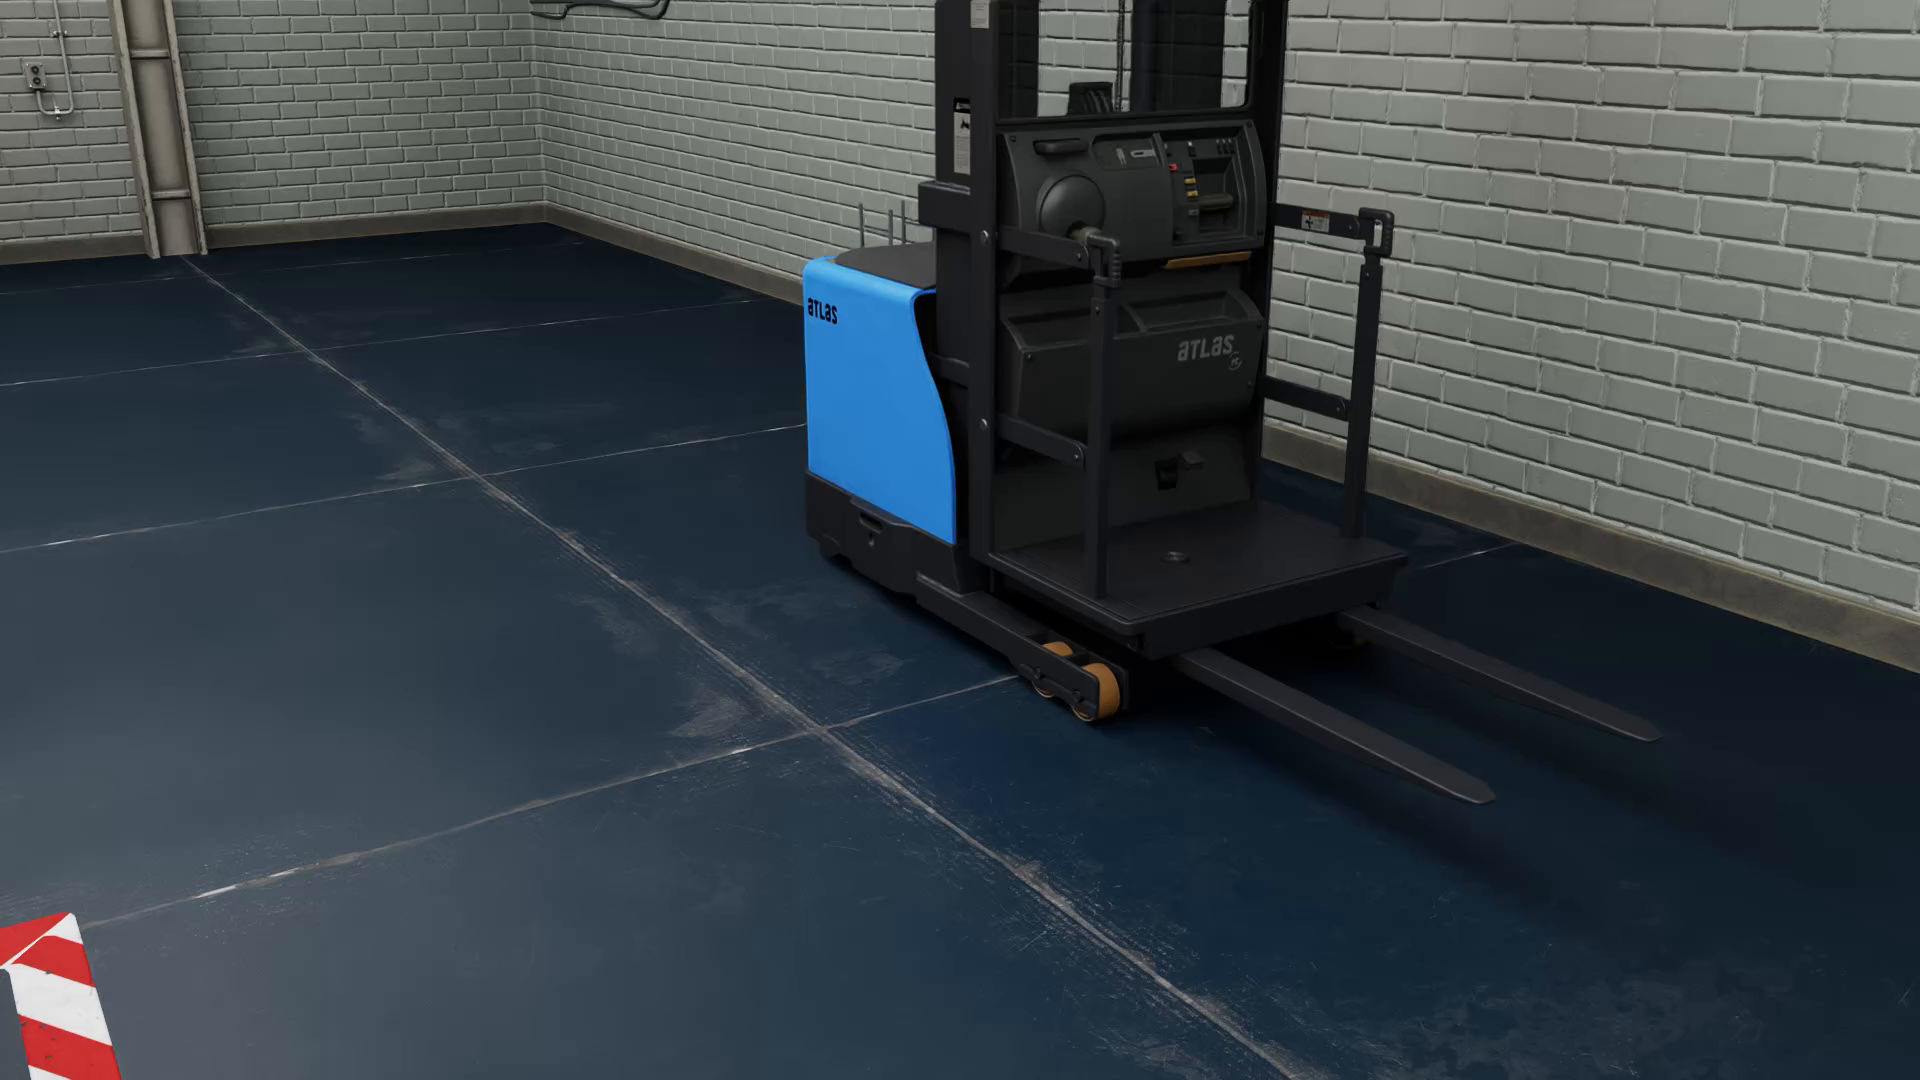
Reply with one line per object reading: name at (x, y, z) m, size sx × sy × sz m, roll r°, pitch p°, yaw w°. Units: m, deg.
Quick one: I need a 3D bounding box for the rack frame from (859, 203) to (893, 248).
rack frame at (-0.309, -0.661, 6.324) m, size 0.006 × 1.200 × 0.240 m, roll -12°, pitch 21°, yaw -31°

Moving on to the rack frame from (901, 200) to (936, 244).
rack frame at (-0.155, -0.693, 6.418) m, size 0.006 × 1.200 × 0.240 m, roll -12°, pitch 21°, yaw -31°

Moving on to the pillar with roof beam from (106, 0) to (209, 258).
pillar with roof beam at (-3.624, -5.304, 7.884) m, size 0.400 × 9.000 × 9.100 m, roll -12°, pitch 22°, yaw -31°

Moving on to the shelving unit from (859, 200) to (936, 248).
shelving unit at (-0.232, -0.677, 6.371) m, size 0.189 × 1.200 × 0.258 m, roll -12°, pitch 21°, yaw -31°

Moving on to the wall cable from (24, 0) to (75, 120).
wall cable at (-7.222, -3.867, 11.412) m, size 1.851 × 1.984 × 0.084 m, roll -12°, pitch 22°, yaw -31°

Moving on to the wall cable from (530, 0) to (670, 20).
wall cable at (-2.851, -5.178, 12.360) m, size 0.112 × 2.526 × 3.097 m, roll -12°, pitch 22°, yaw -31°

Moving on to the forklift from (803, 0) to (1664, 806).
forklift at (0.650, -1.044, 4.756) m, size 1.130 × 2.935 × 3.031 m, roll -12°, pitch 22°, yaw -31°
